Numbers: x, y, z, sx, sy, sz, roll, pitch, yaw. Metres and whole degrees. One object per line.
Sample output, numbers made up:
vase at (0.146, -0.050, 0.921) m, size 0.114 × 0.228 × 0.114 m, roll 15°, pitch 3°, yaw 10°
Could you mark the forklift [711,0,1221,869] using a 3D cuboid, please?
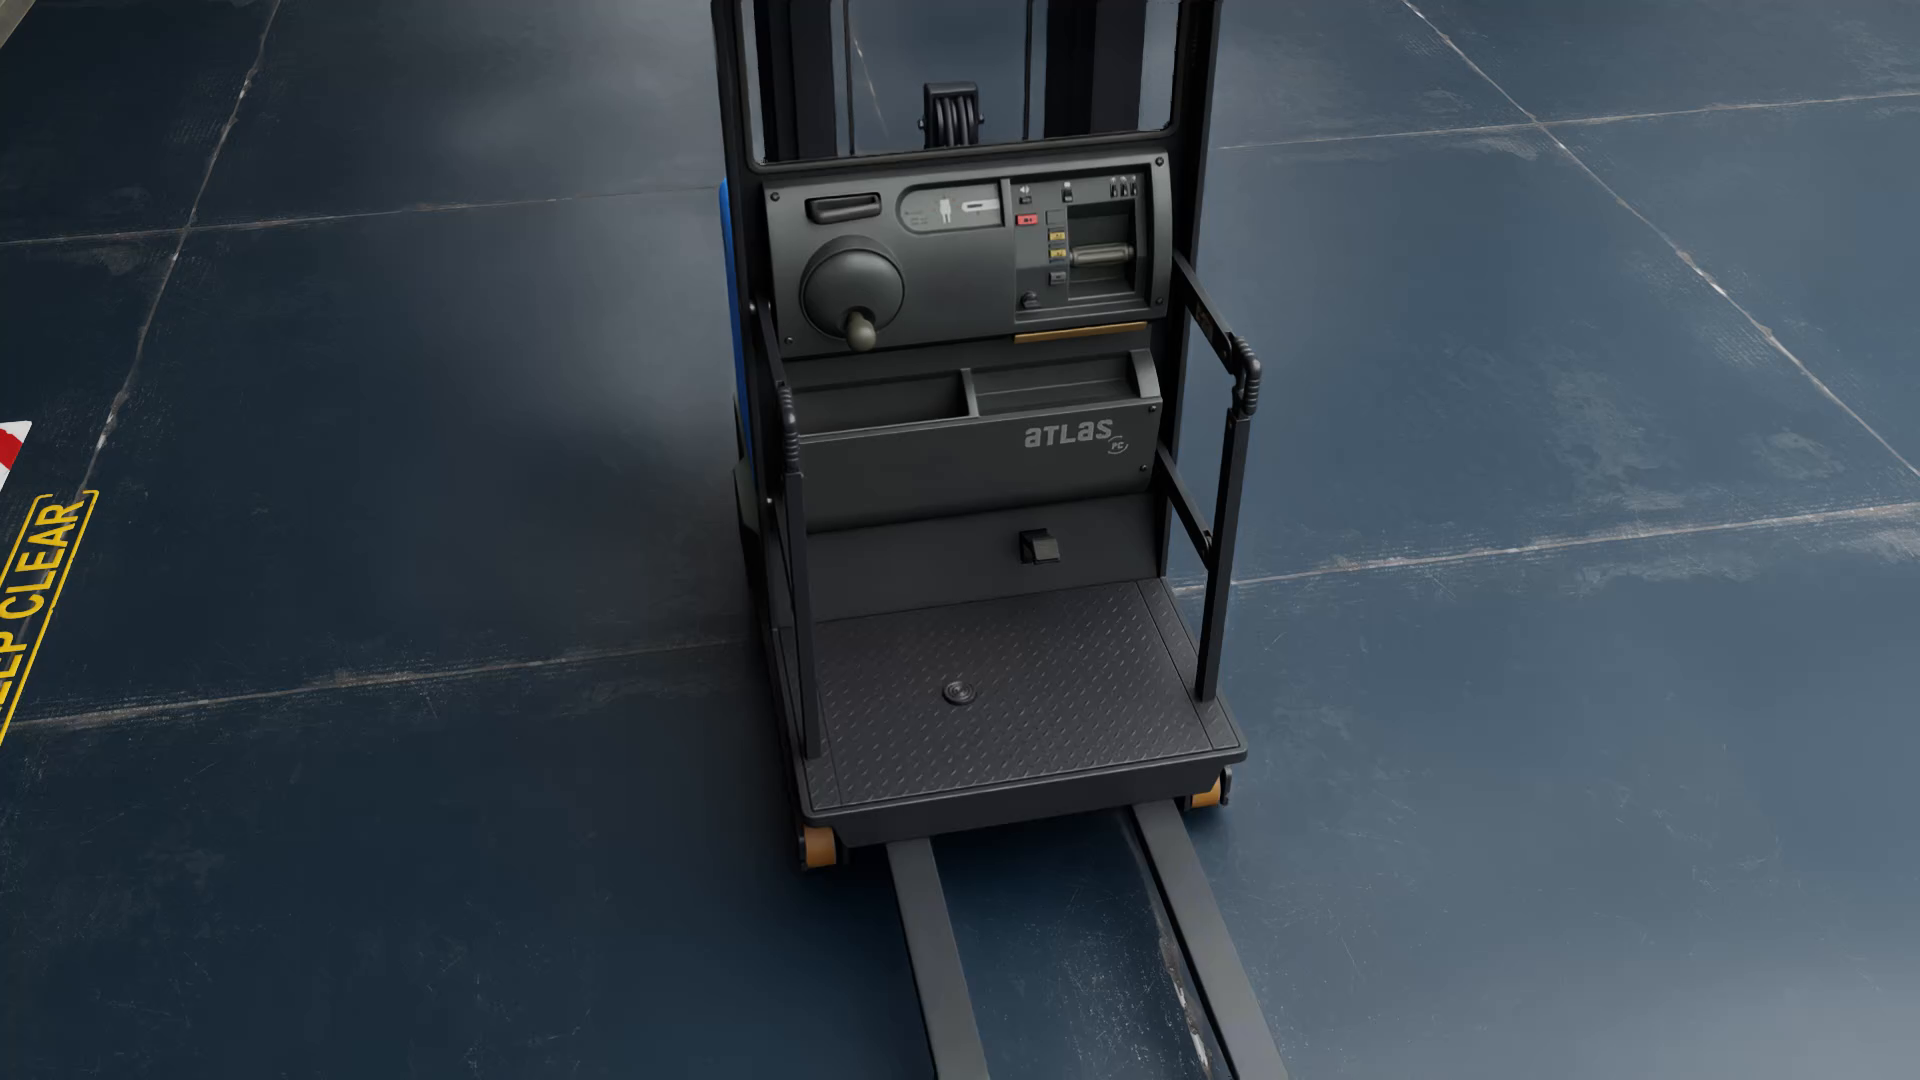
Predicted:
forklift at (0.070, -0.585, 3.614) m, size 1.121 × 2.935 × 3.031 m, roll -7°, pitch 38°, yaw -9°
